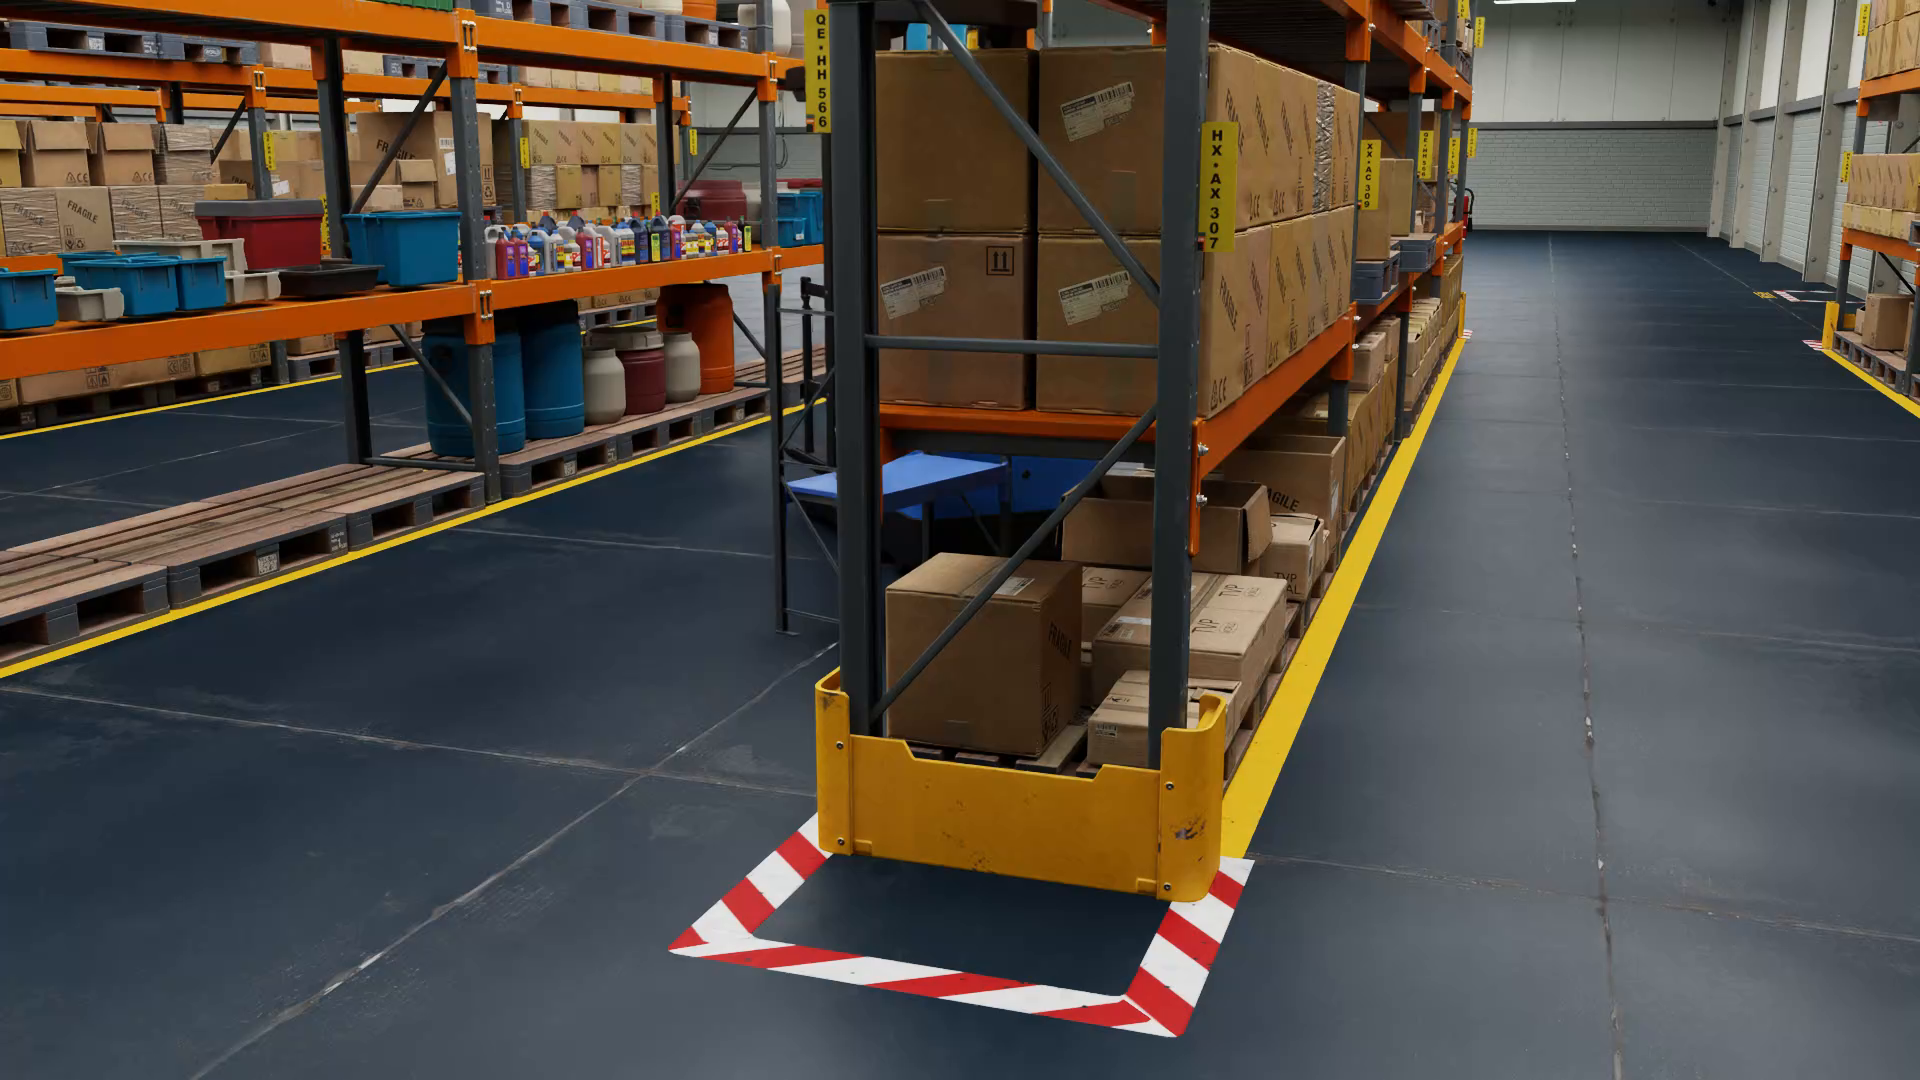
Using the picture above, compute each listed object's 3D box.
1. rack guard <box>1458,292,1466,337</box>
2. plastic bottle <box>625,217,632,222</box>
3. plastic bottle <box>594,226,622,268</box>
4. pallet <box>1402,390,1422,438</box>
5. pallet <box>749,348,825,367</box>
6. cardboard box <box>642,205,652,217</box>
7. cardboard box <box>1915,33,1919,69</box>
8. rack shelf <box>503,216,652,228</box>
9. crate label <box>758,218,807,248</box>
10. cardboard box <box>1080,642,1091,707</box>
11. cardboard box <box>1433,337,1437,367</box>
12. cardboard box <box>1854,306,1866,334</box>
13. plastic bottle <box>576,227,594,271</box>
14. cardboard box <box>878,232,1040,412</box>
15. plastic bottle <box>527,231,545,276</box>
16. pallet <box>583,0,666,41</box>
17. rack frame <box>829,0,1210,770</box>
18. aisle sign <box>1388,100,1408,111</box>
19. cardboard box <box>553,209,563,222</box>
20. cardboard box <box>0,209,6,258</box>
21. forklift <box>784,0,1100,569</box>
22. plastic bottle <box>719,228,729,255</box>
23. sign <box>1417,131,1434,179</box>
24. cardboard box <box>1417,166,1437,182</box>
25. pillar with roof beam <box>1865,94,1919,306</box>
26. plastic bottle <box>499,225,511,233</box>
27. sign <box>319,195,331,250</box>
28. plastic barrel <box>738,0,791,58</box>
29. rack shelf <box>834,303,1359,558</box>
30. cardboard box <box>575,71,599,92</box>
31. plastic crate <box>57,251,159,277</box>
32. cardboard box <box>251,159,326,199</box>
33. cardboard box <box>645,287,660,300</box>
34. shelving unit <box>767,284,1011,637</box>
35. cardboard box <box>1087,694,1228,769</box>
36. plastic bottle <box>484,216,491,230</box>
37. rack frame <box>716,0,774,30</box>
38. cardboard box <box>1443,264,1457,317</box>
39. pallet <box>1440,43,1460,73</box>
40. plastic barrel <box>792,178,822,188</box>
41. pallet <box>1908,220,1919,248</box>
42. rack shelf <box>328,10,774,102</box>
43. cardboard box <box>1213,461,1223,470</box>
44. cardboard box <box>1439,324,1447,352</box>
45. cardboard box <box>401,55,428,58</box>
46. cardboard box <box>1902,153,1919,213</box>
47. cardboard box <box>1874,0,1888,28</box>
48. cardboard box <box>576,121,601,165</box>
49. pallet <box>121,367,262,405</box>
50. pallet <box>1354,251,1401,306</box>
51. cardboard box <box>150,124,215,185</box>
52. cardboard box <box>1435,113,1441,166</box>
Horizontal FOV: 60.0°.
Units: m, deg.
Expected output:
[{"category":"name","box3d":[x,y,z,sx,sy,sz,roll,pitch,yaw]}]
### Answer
[{"category":"rack guard","box3d":[5.327,-2.673,19.577,1.175,0.500,0.348,4,14,18]},{"category":"plastic bottle","box3d":[-2.551,-2.334,12.753,0.152,0.276,0.135,4,14,18]},{"category":"plastic bottle","box3d":[-2.364,-1.971,11.162,0.152,0.276,0.135,4,14,18]},{"category":"pallet","box3d":[3.034,-1.014,12.954,1.003,0.211,1.213,4,14,18]},{"category":"pallet","box3d":[-1.271,-1.617,15.597,1.003,0.211,1.213,4,14,18]},{"category":"cardboard box","box3d":[-4.159,-4.243,21.402,0.380,0.149,0.250,4,14,18]},{"category":"cardboard box","box3d":[8.819,-4.439,14.687,0.500,0.500,0.500,3,13,14]},{"category":"rack shelf","box3d":[-4.700,-3.829,20.640,1.077,0.370,4.000,4,14,18]},{"category":"crate label","box3d":[-1.464,-2.540,13.752,0.303,0.233,0.416,4,14,18]},{"category":"cardboard box","box3d":[0.301,0.438,5.708,0.380,0.166,0.250,4,14,18]},{"category":"cardboard box","box3d":[4.000,-1.694,14.906,0.500,0.250,0.500,4,13,18]},{"category":"cardboard box","box3d":[9.699,-2.296,17.358,0.500,0.311,0.500,3,13,12]},{"category":"plastic bottle","box3d":[-2.440,-1.894,10.809,0.061,0.283,0.133,4,14,18]},{"category":"cardboard box","box3d":[0.030,-0.681,5.005,0.500,0.500,0.500,5,14,20]},{"category":"plastic bottle","box3d":[-2.632,-1.776,10.316,0.097,0.271,0.097,0,13,0]},{"category":"pallet","box3d":[-2.724,-3.499,11.261,1.003,0.211,1.213,4,14,18]},{"category":"rack frame","box3d":[0.142,-0.518,4.517,1.000,3.000,0.127,4,14,18]},{"category":"aisle sign","box3d":[5.051,-5.190,19.145,0.394,0.787,0.004,4,14,18]},{"category":"cardboard box","box3d":[-4.845,-3.766,19.313,0.380,0.149,0.250,4,14,18]},{"category":"cardboard box","box3d":[-7.389,-2.308,12.134,0.500,0.500,0.500,4,14,18]},{"category":"forklift","box3d":[-0.308,-1.569,9.274,1.130,2.935,3.031,-5,14,-22]},{"category":"plastic bottle","box3d":[-1.812,-2.276,12.664,0.097,0.201,0.097,0,13,0]},{"category":"sign","box3d":[3.247,-2.691,11.615,0.100,0.325,0.005,4,14,18]},{"category":"cardboard box","box3d":[4.295,-3.452,15.691,0.380,0.149,0.250,4,14,18]},{"category":"pillar with roof beam","box3d":[8.467,-7.819,23.025,9.100,9.000,0.400,4,14,18]},{"category":"plastic bottle","box3d":[-3.103,-1.975,11.179,0.152,0.276,0.135,4,14,18]},{"category":"sign","box3d":[-3.769,-1.893,9.918,0.100,0.325,0.005,4,14,18]},{"category":"plastic barrel","box3d":[-1.565,-4.120,13.307,0.421,0.512,0.421,0,13,0]},{"category":"rack shelf","box3d":[0.789,-0.589,6.442,1.077,0.370,4.000,4,14,18]},{"category":"cardboard box","box3d":[-4.622,-5.440,19.677,0.500,0.250,0.500,4,13,16]},{"category":"plastic crate","box3d":[-4.122,-1.274,8.070,0.416,0.233,0.300,4,14,18]},{"category":"cardboard box","box3d":[-6.419,-3.411,16.025,0.700,0.500,0.500,7,14,27]},{"category":"cardboard box","box3d":[-4.271,-3.457,22.066,0.500,0.500,0.500,7,15,29]},{"category":"shelving unit","box3d":[-0.282,-0.388,7.316,0.538,1.500,1.048,10,16,36]},{"category":"cardboard box","box3d":[0.603,0.594,5.063,0.380,0.149,0.250,4,14,18]},{"category":"plastic bottle","box3d":[-3.065,-1.939,10.855,0.144,0.351,0.185,4,14,18]},{"category":"rack frame","box3d":[-1.955,-5.485,12.795,1.000,3.000,0.127,4,14,18]},{"category":"cardboard box","box3d":[4.795,-2.560,17.014,0.500,0.500,0.500,4,14,18]},{"category":"pallet","box3d":[4.276,-4.645,16.058,1.003,0.211,1.213,4,14,18]},{"category":"plastic barrel","box3d":[-1.415,-3.128,15.648,0.433,0.535,0.433,0,13,0]},{"category":"pallet","box3d":[8.328,-2.445,13.390,1.003,0.211,1.213,4,14,18]},{"category":"rack shelf","box3d":[-2.602,-3.251,11.364,1.077,0.370,4.000,4,14,18]},{"category":"cardboard box","box3d":[1.325,-0.481,8.982,0.500,0.500,0.500,4,14,18]},{"category":"cardboard box","box3d":[4.462,-1.985,16.178,0.500,0.250,0.500,4,14,18]},{"category":"cardboard box","box3d":[-5.897,-5.186,17.052,0.797,0.503,0.637,5,14,21]},{"category":"cardboard box","box3d":[8.574,-3.113,14.493,0.500,0.500,0.500,4,14,18]},{"category":"cardboard box","box3d":[9.443,-5.374,16.534,0.500,0.500,0.500,4,14,18]},{"category":"cardboard box","box3d":[-4.639,-4.727,19.818,0.500,0.500,0.500,4,14,18]},{"category":"pallet","box3d":[-6.968,-1.397,14.632,1.003,0.211,1.213,4,14,18]},{"category":"pallet","box3d":[1.798,-1.427,8.931,1.003,0.211,1.213,4,14,18]},{"category":"cardboard box","box3d":[-6.893,-3.302,14.233,0.797,0.503,0.637,5,14,20]},{"category":"cardboard box","box3d":[4.325,-3.926,16.309,0.700,0.500,0.500,4,14,18]}]
